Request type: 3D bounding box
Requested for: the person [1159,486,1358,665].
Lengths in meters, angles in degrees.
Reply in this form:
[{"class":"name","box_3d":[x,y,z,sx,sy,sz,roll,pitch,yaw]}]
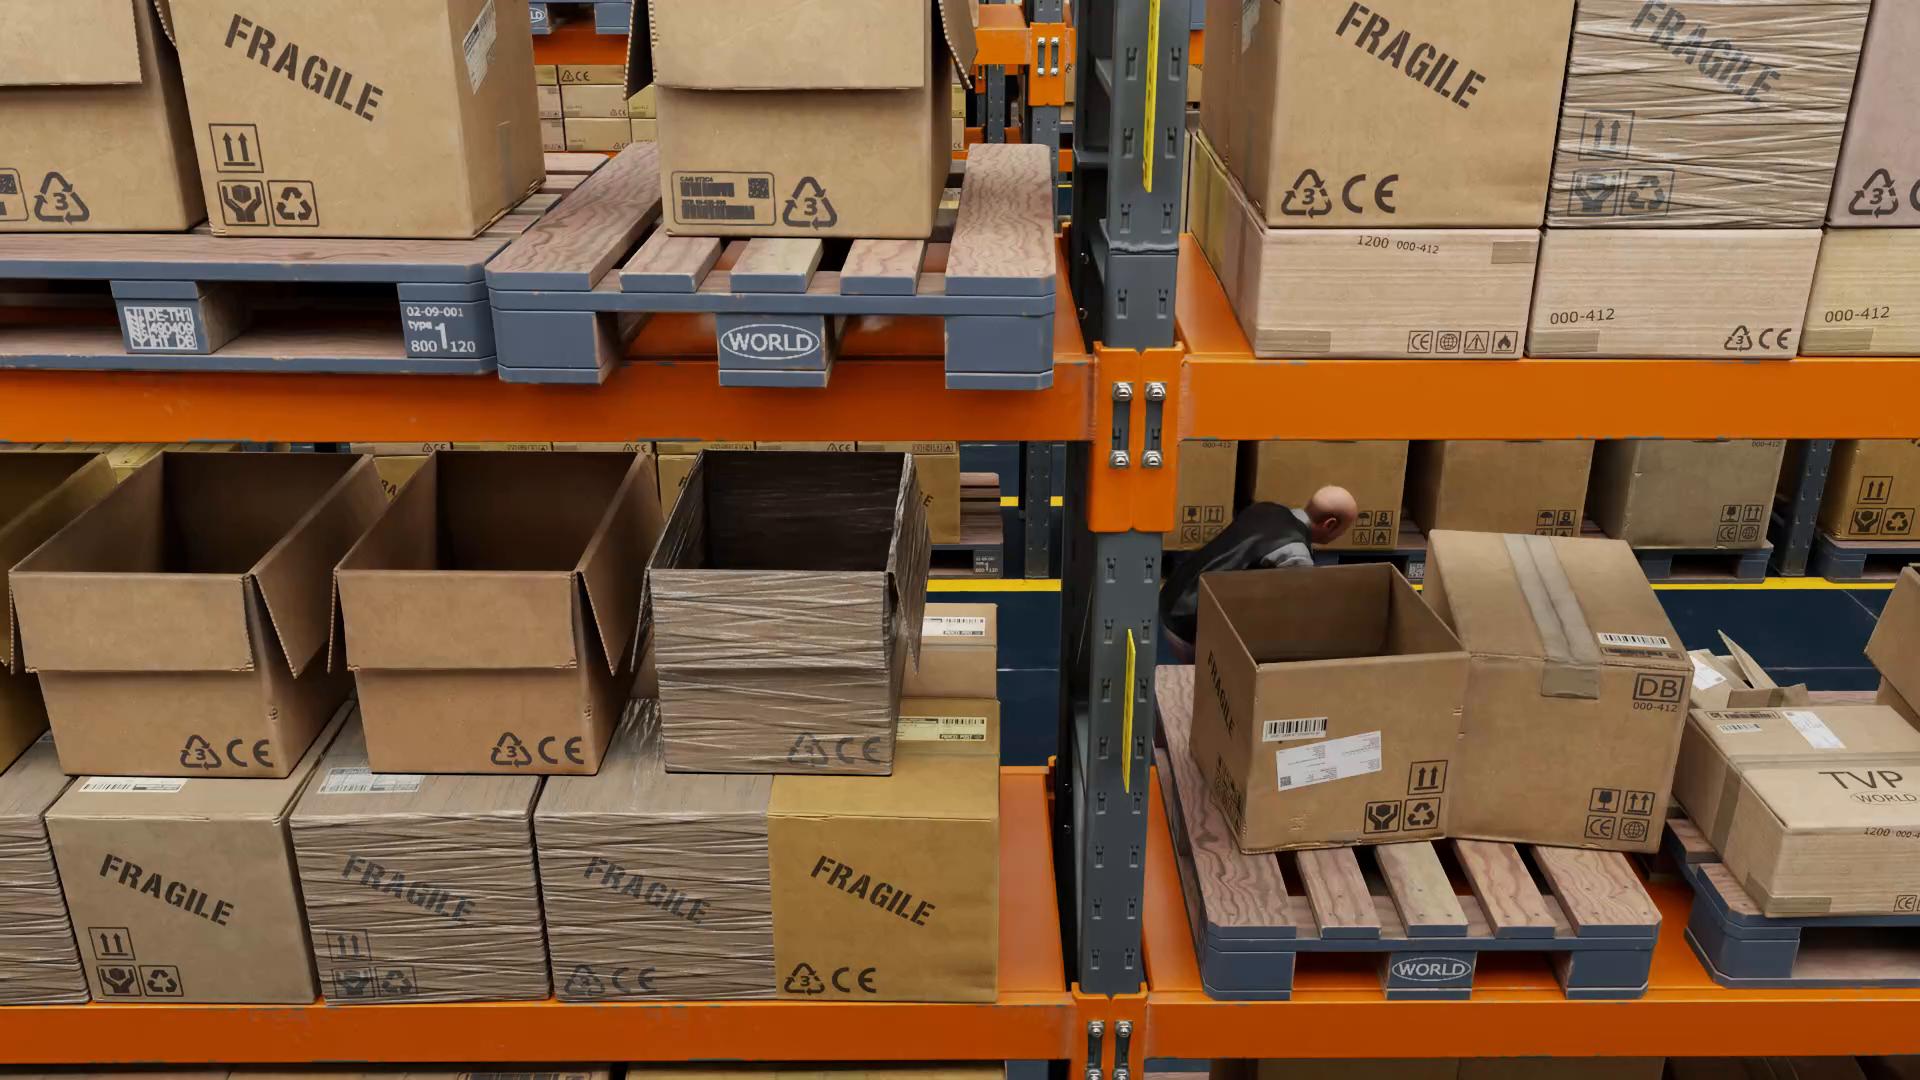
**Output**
[{"class":"person","box_3d":[1.216,0.356,6.939,0.789,1.232,0.583,0,24,-1]}]
